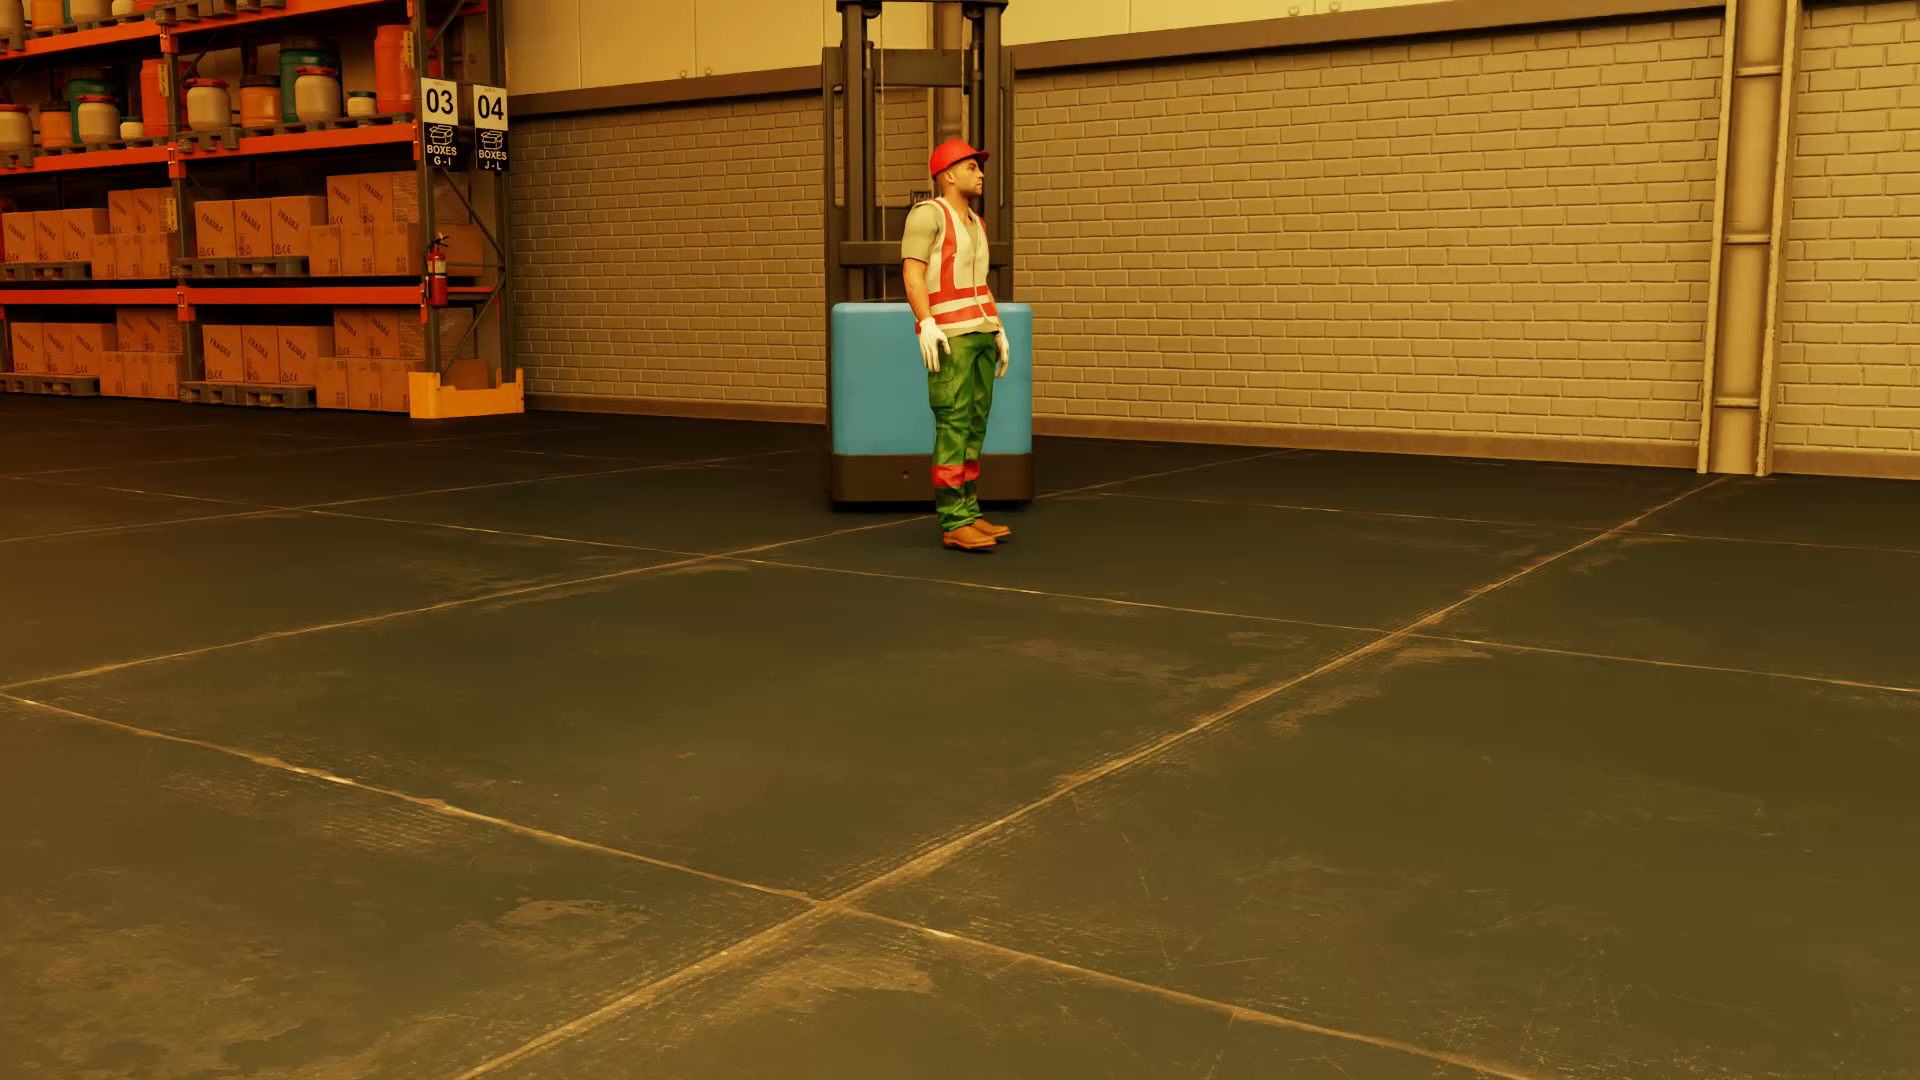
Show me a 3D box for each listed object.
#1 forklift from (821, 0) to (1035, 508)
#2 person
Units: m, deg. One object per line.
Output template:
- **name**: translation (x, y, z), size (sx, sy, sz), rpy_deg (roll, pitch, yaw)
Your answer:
- **forklift**: translation (-0.257, -1.791, 9.787), size (1.130, 2.935, 3.031), rpy_deg (-1, 8, -5)
- **person**: translation (0.060, -0.883, 7.423), size (0.564, 1.782, 0.638), rpy_deg (5, 10, 34)
